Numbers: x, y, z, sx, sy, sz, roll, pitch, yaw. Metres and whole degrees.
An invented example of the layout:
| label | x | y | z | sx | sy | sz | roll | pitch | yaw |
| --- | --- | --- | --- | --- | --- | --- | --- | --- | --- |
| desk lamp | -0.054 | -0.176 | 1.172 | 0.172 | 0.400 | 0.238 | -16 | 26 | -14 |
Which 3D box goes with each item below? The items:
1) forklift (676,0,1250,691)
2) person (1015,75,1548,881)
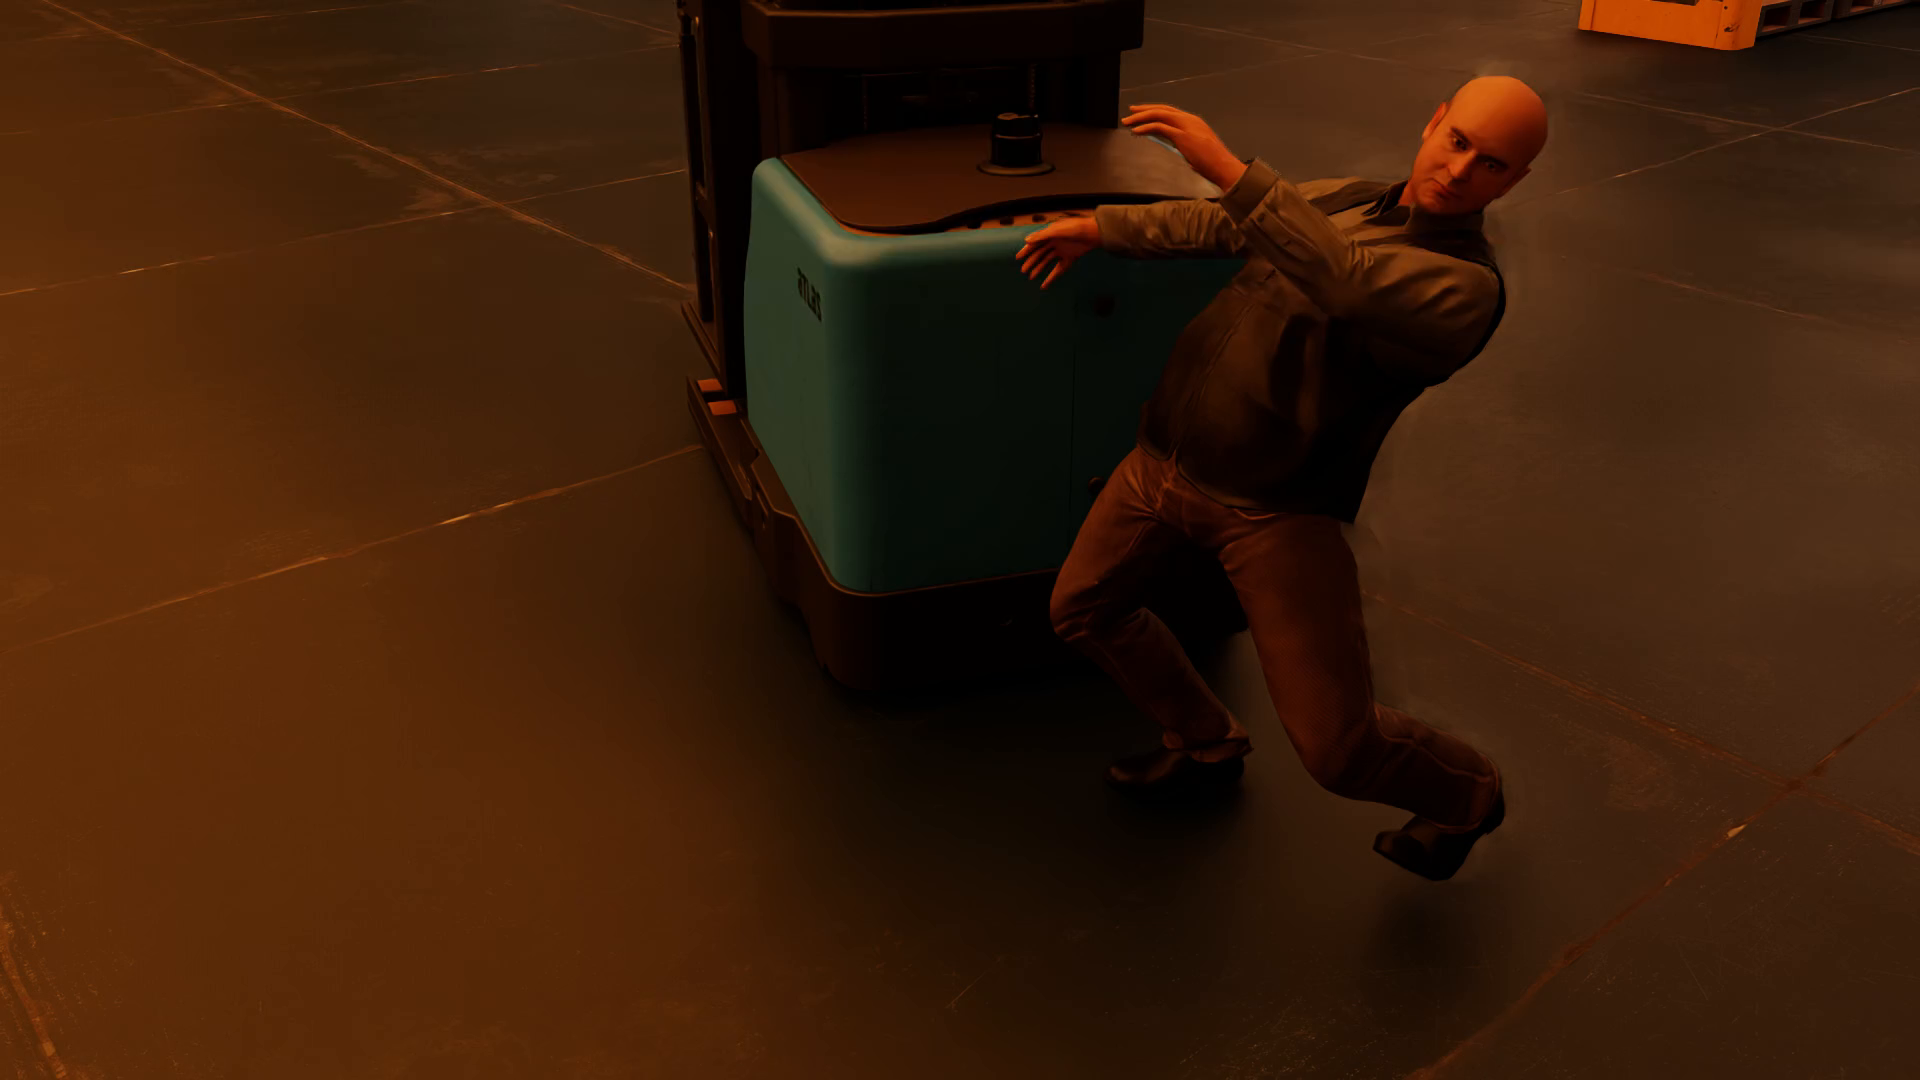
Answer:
| label | x | y | z | sx | sy | sz | roll | pitch | yaw |
| --- | --- | --- | --- | --- | --- | --- | --- | --- | --- |
| forklift | -0.215 | -1.614 | 4.456 | 1.130 | 2.935 | 3.031 | -8 | 27 | -16 |
| person | 0.483 | -0.129 | 3.068 | 0.711 | 1.464 | 1.051 | -16 | 31 | -29 |
